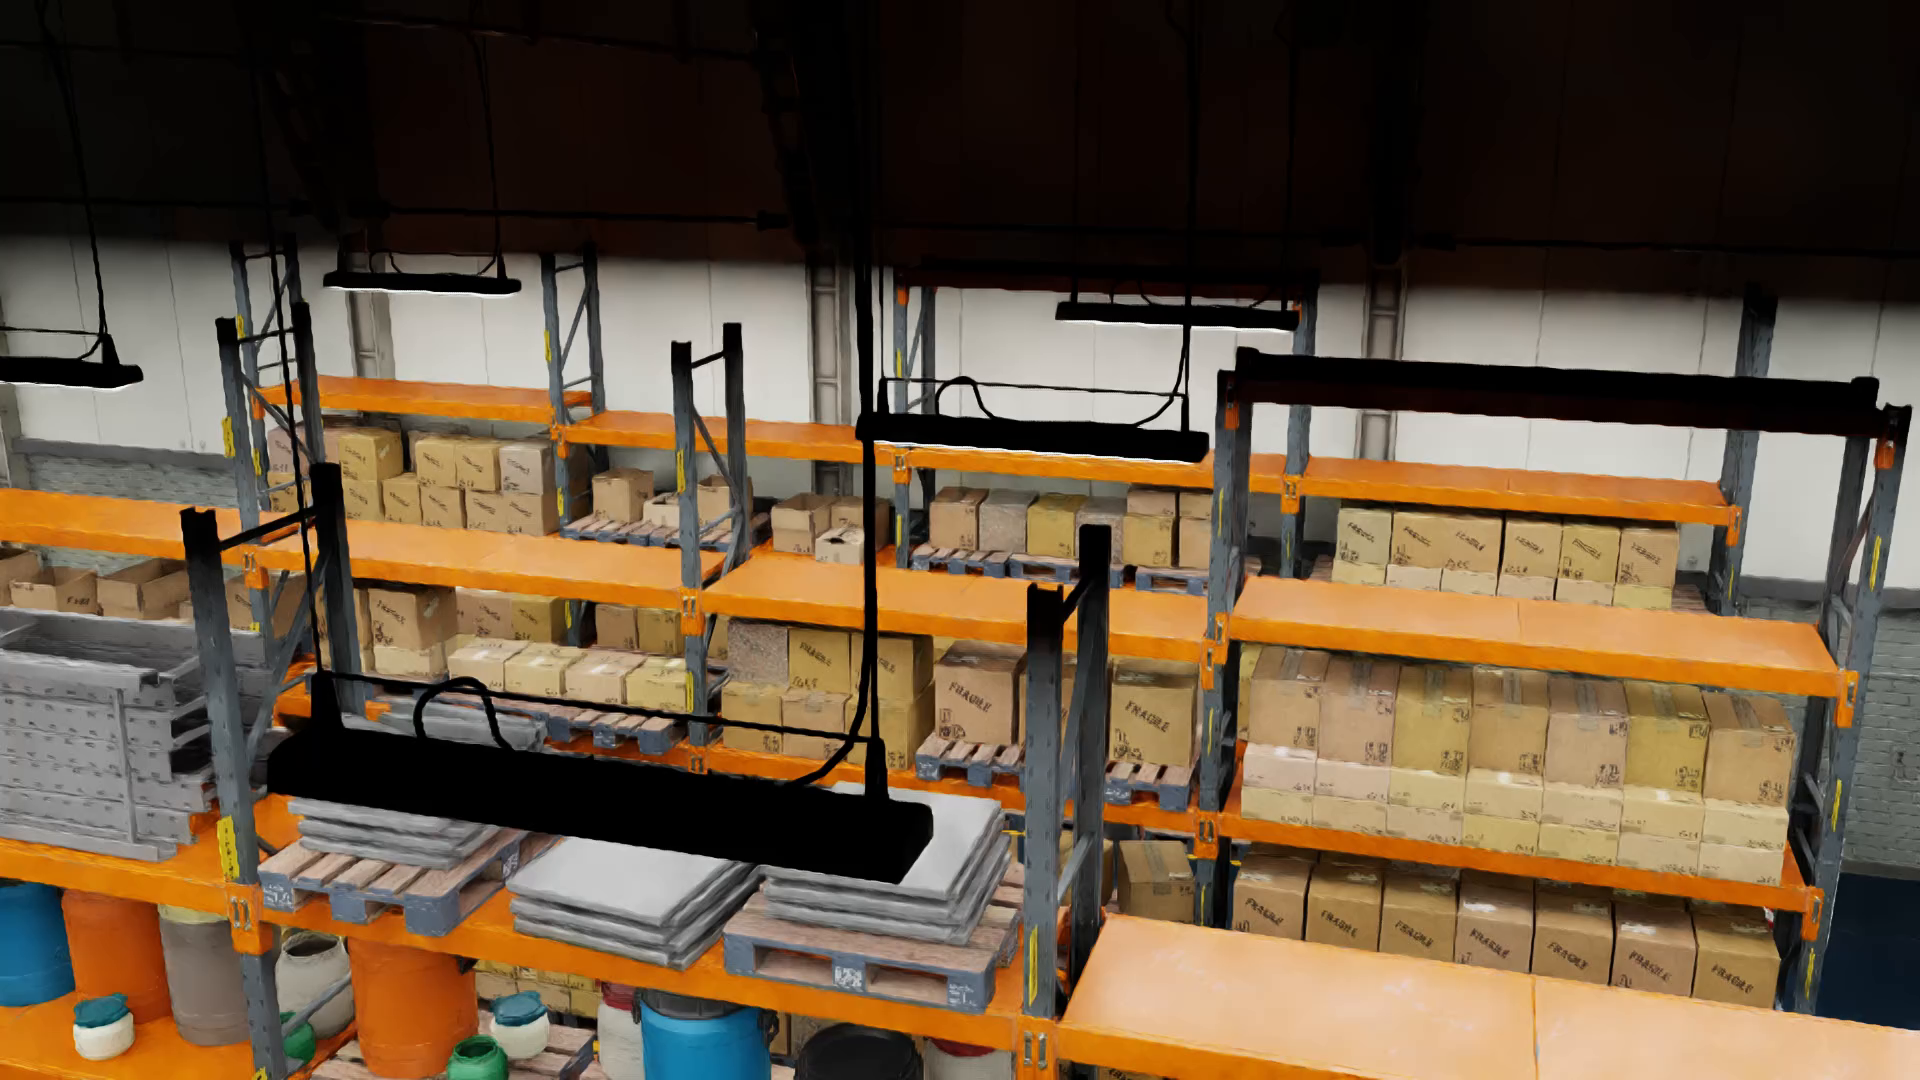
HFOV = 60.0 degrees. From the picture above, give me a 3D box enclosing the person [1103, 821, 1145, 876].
[{"bbox_3d":[1.491,2.890,15.657,0.540,1.674,0.454,-2,16,-6],"label":"person"}]
